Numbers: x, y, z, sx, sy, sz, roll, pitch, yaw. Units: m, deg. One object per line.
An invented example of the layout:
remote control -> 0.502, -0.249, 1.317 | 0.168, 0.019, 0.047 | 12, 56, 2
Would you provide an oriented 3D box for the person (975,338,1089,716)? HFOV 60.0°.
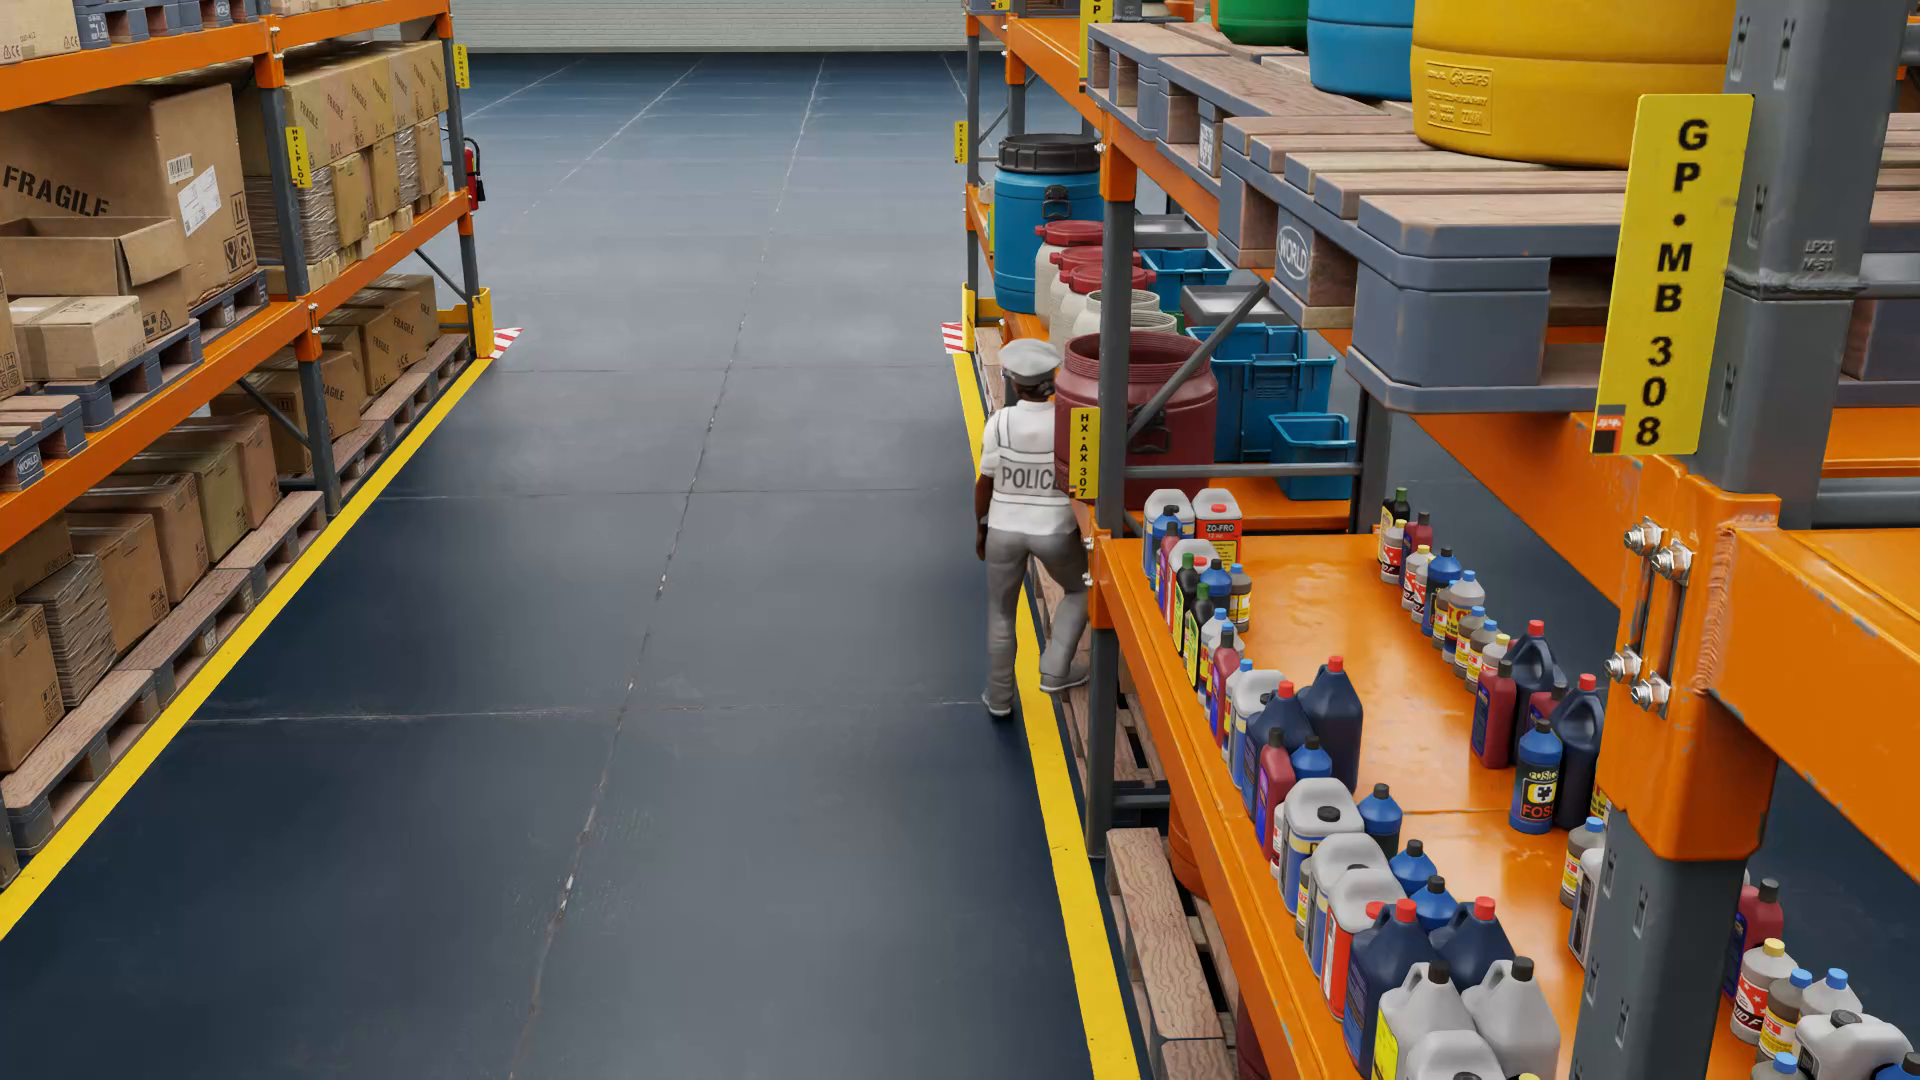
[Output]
person -> 0.316, -0.022, 7.051 | 0.509, 1.675, 0.433 | 3, 21, 7
